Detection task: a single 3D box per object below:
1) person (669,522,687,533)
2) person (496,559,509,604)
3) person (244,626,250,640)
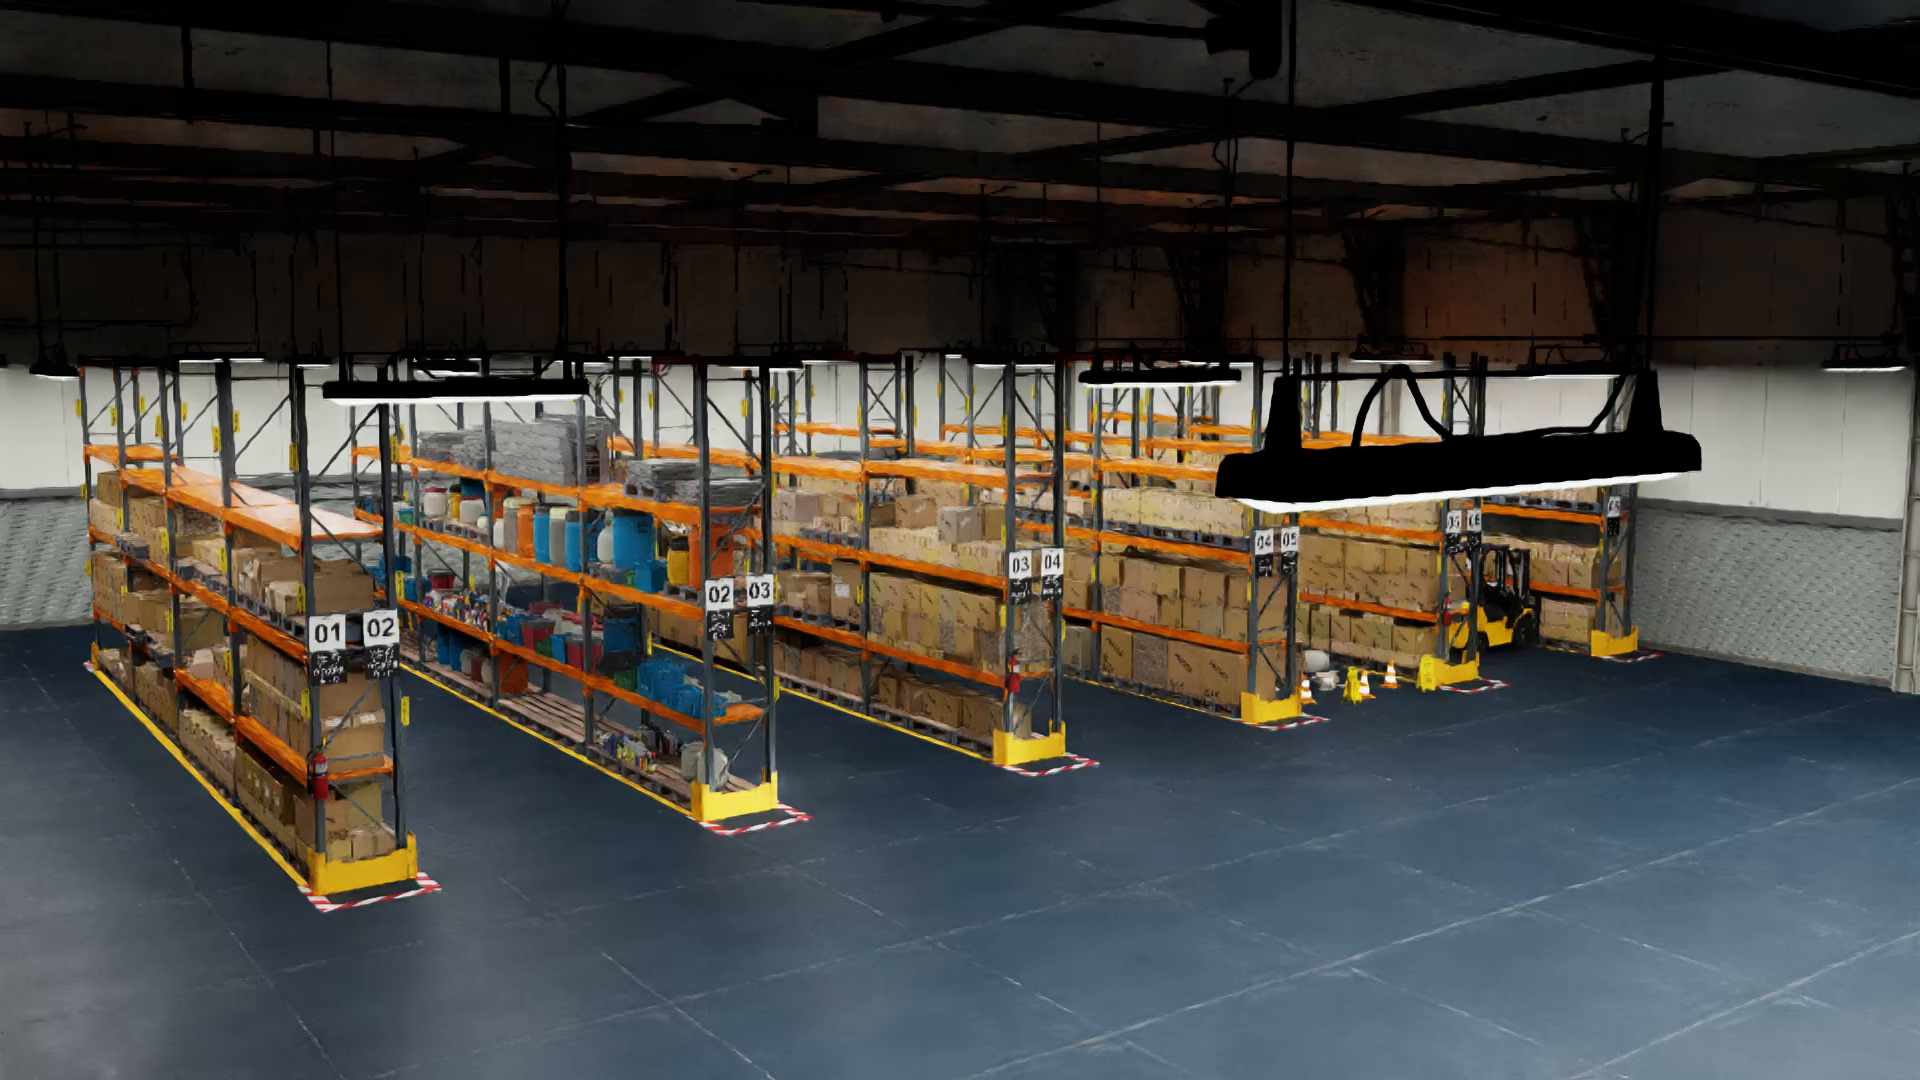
[{"bbox_3d":[-7.439,0.201,43.618,0.683,1.710,0.538,-5,9,-37],"label":"person"},{"bbox_3d":[-10.903,0.706,39.286,0.578,1.754,0.609,2,7,19],"label":"person"},{"bbox_3d":[-14.939,1.228,34.916,0.617,1.771,0.677,3,7,21],"label":"person"}]
